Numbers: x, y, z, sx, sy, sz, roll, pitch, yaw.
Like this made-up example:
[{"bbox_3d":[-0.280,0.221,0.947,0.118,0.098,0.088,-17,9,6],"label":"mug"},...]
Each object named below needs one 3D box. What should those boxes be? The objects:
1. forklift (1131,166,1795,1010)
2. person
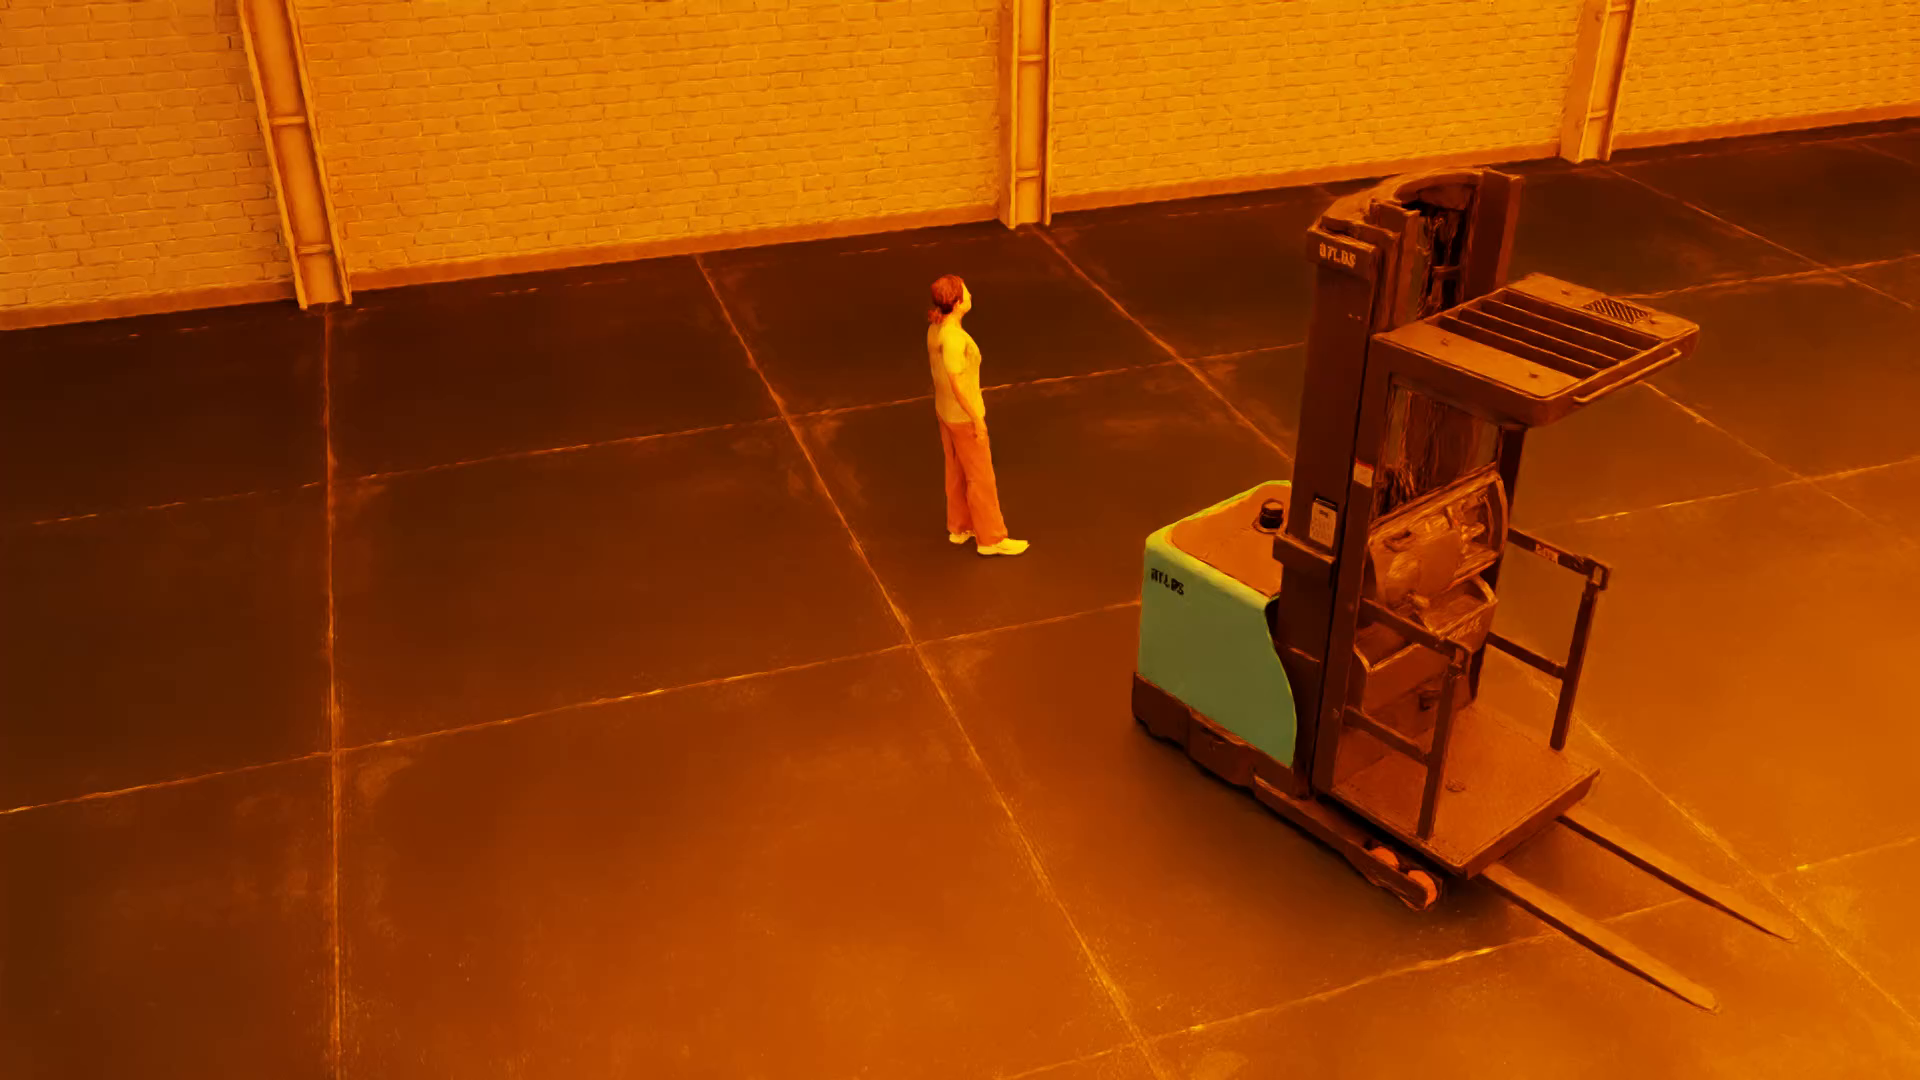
[{"bbox_3d":[2.192,0.050,6.999,1.130,2.935,3.031,-22,37,-34],"label":"forklift"},{"bbox_3d":[0.074,-0.739,9.616,0.548,1.674,0.554,-10,31,-16],"label":"person"}]
